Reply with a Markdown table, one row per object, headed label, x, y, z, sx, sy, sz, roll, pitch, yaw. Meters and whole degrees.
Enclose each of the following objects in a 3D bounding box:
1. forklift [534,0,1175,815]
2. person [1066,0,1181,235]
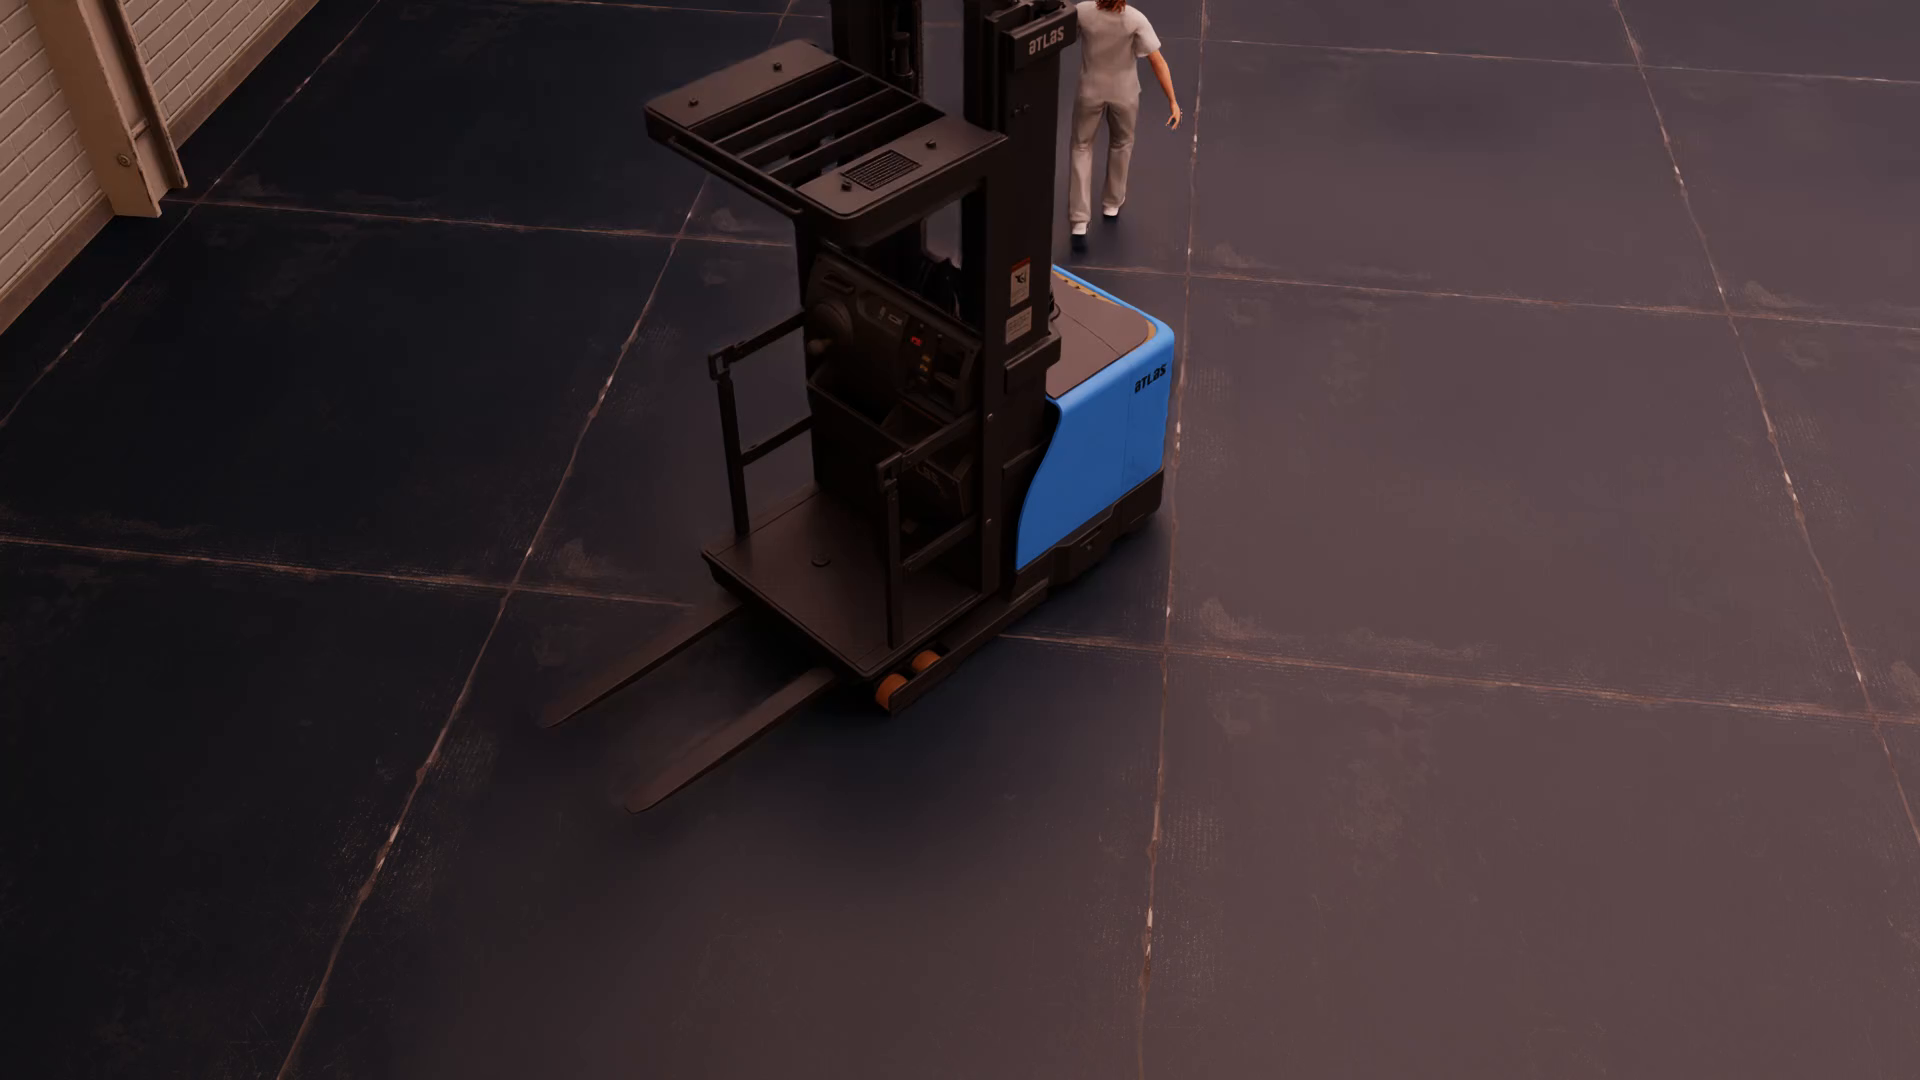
| label | x | y | z | sx | sy | sz | roll | pitch | yaw |
| --- | --- | --- | --- | --- | --- | --- | --- | --- | --- |
| forklift | -0.432 | -0.742 | 6.532 | 1.130 | 2.935 | 3.031 | 34 | 52 | 31 |
| person | 0.855 | -2.526 | 9.426 | 0.823 | 1.659 | 0.719 | 8 | 43 | 9 |
